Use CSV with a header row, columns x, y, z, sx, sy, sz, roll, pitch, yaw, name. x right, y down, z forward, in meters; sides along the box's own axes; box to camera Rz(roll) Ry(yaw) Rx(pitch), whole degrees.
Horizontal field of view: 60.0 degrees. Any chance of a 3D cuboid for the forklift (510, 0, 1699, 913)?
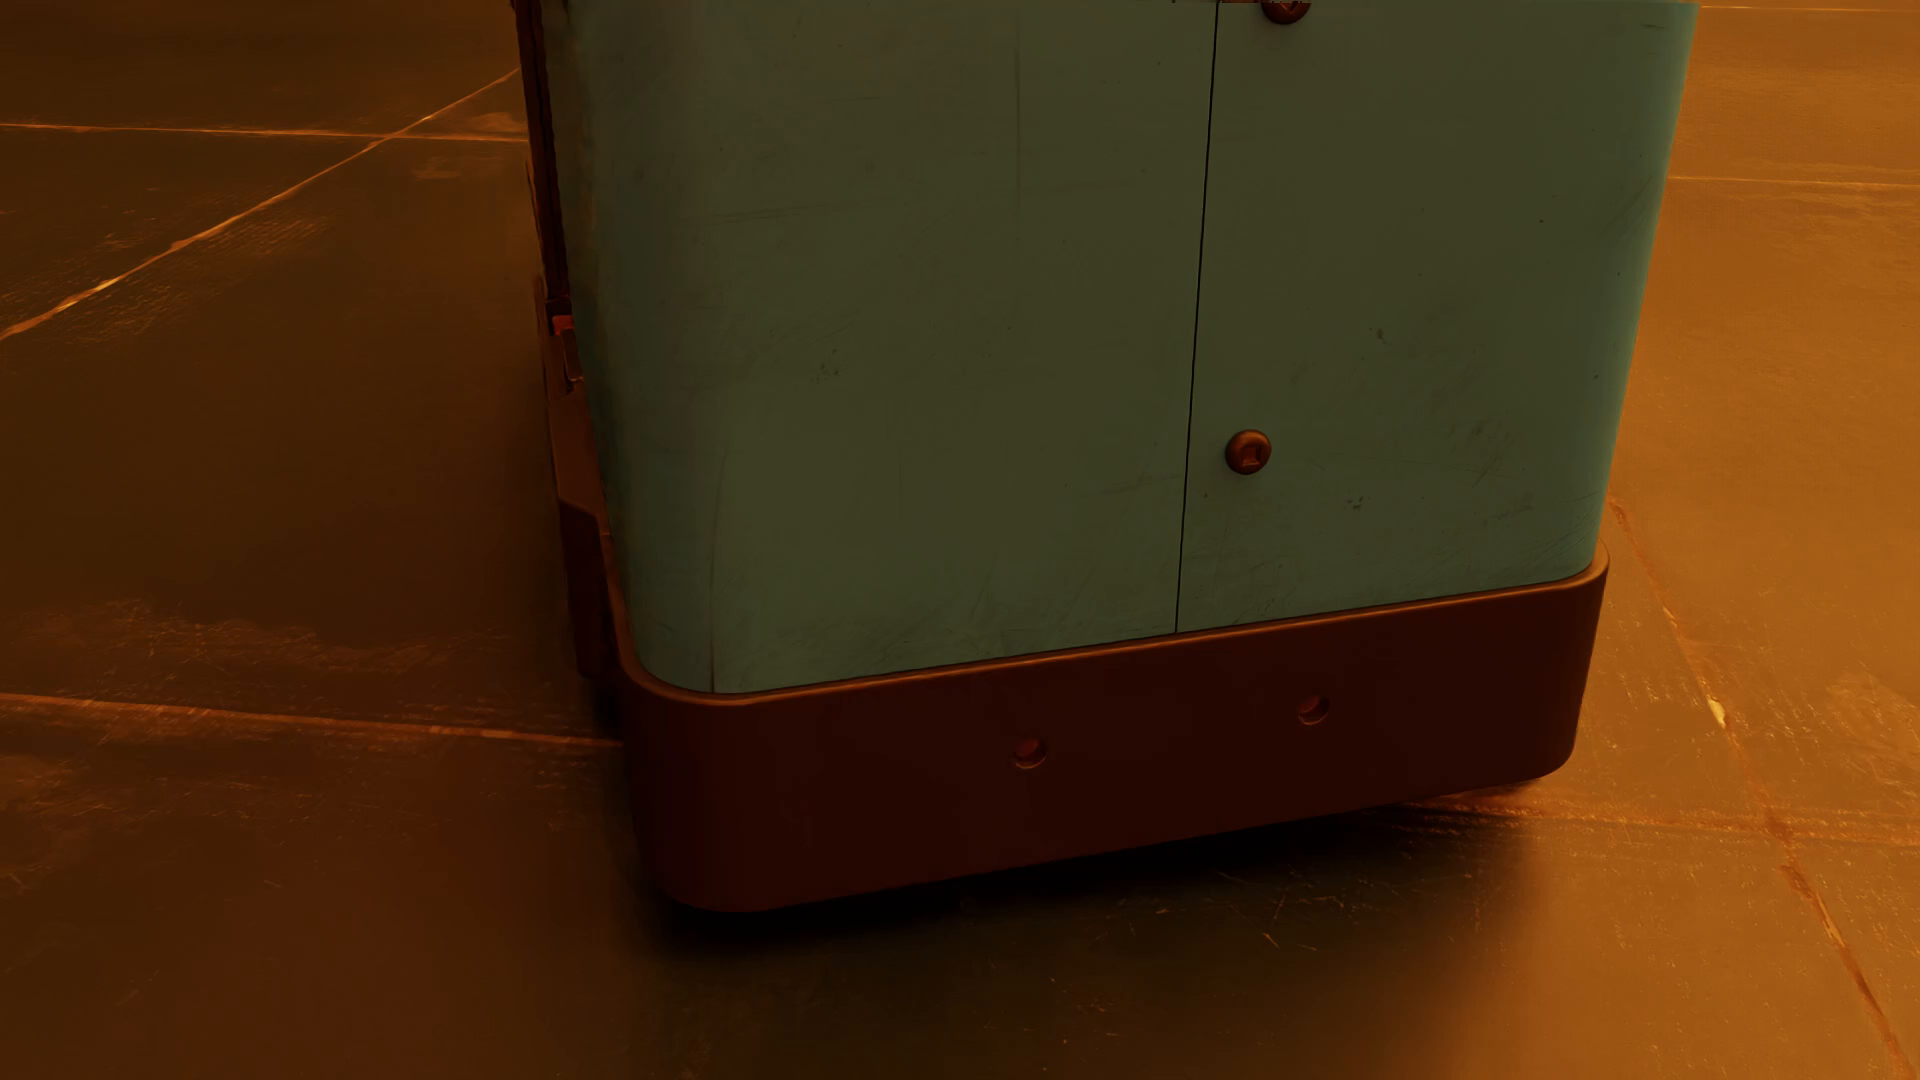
x,y,z,sx,sy,sz,roll,pitch,yaw,name
-0.182,-1.588,2.400,1.130,2.935,3.031,-7,27,-14,forklift
